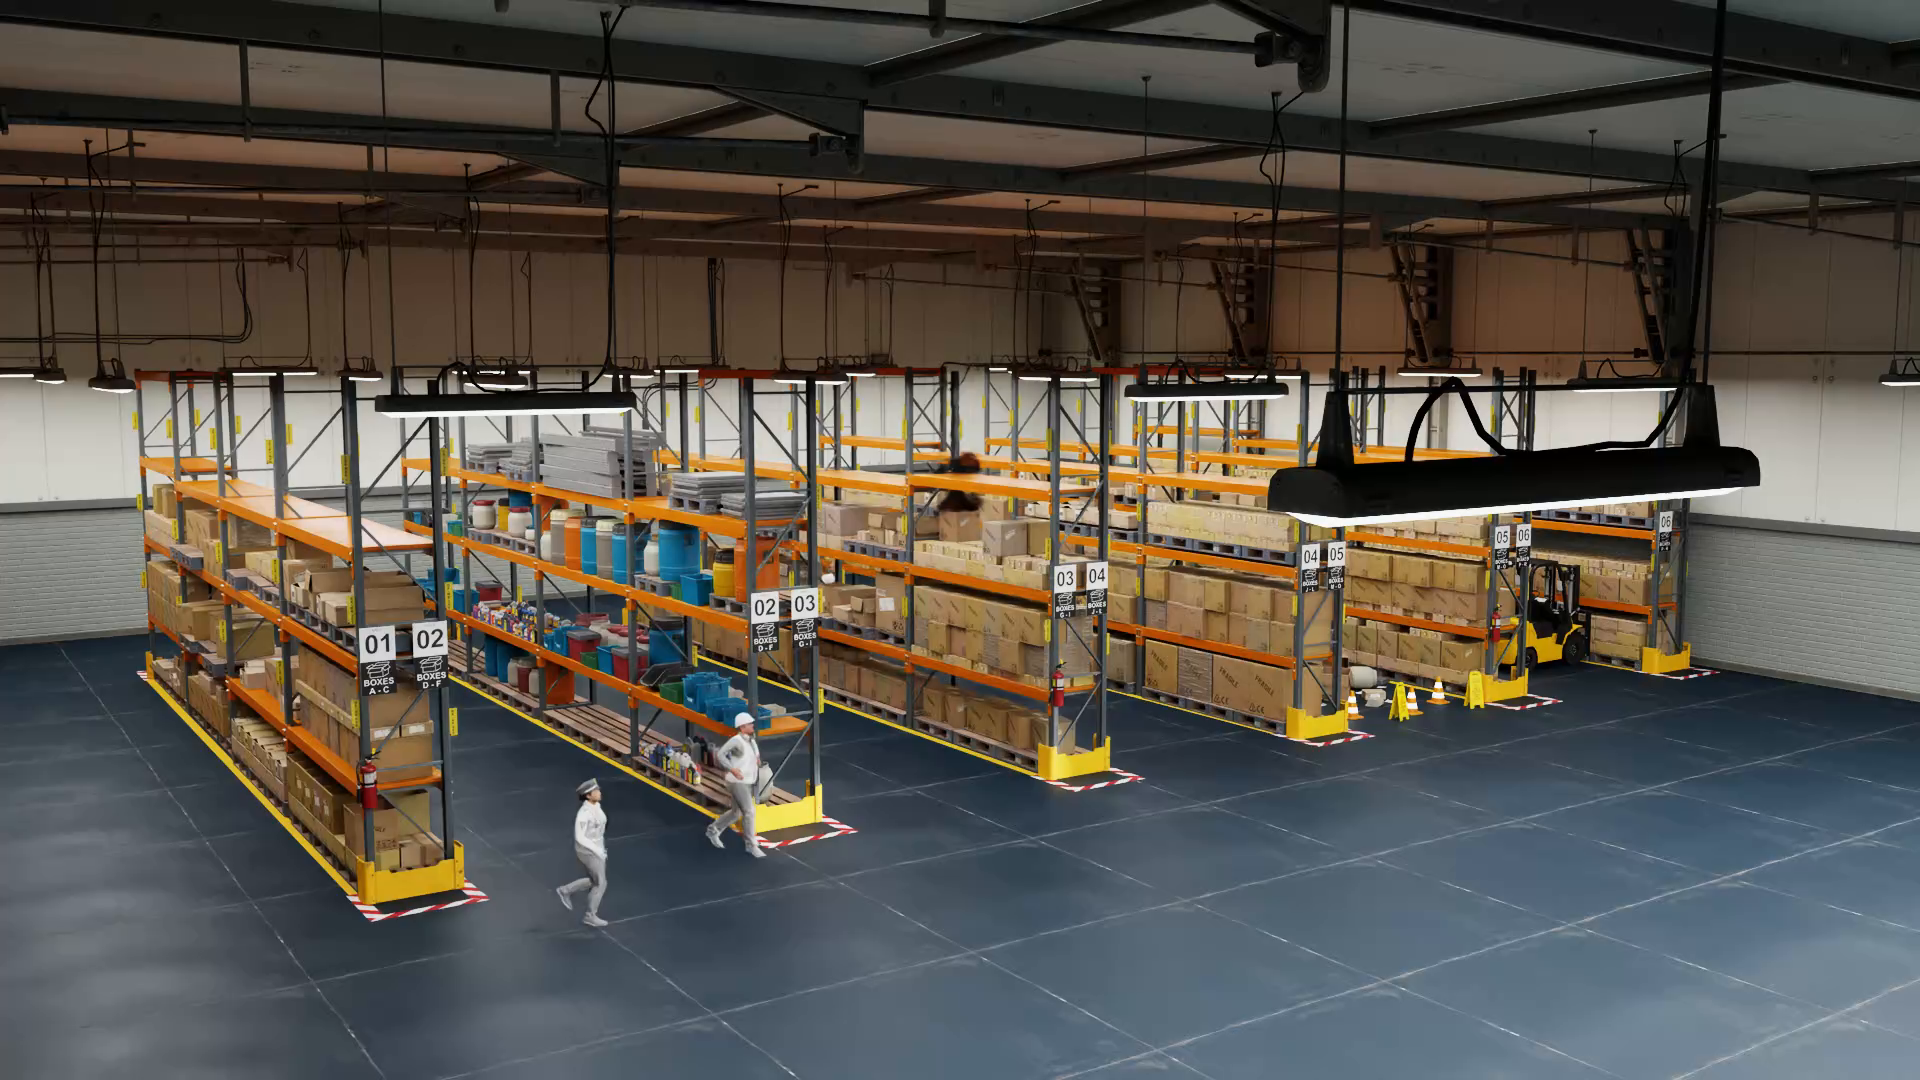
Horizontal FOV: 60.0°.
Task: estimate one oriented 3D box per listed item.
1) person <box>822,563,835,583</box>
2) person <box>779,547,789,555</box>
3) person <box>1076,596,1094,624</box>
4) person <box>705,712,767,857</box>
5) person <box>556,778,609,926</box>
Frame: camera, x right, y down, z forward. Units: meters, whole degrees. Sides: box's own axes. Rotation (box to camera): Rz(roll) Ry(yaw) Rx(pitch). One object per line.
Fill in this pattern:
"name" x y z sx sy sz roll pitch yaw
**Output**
"person" -2.792 1.379 36.175 0.672 1.793 1.223 -5 8 -35
"person" -4.398 0.941 40.673 0.674 1.658 0.559 5 8 40
"person" 2.112 1.768 29.916 0.693 1.787 0.885 -5 8 -37
"person" -2.800 3.088 21.180 0.874 1.797 0.661 2 7 16
"person" -4.176 3.447 18.408 0.620 1.684 0.627 0 6 1
